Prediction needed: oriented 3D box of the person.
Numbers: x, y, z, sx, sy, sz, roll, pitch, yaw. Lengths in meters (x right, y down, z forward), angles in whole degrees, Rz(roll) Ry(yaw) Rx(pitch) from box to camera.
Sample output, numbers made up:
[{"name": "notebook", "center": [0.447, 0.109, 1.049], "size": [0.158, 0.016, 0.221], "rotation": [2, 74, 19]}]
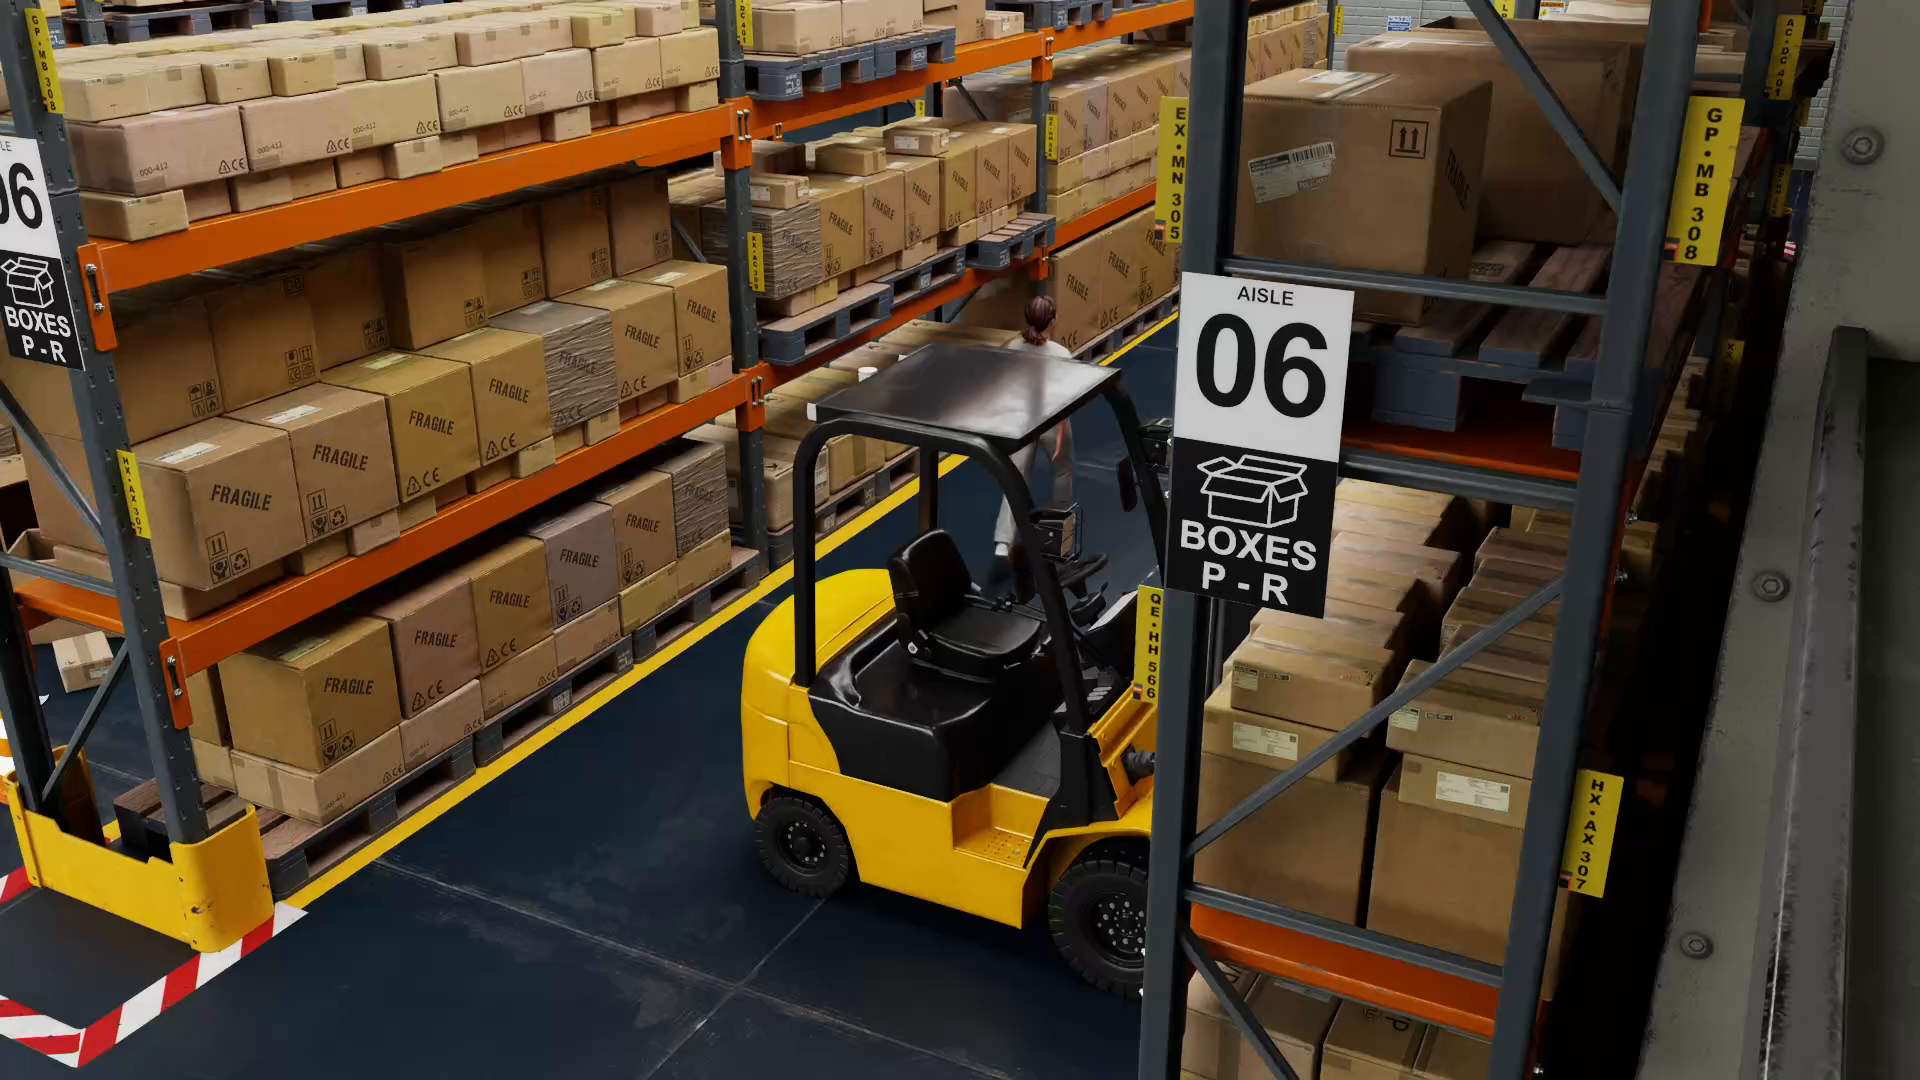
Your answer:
[{"name": "person", "center": [0.474, -0.691, 10.046], "size": [0.442, 1.623, 1.024], "rotation": [9, 24, 19]}]
